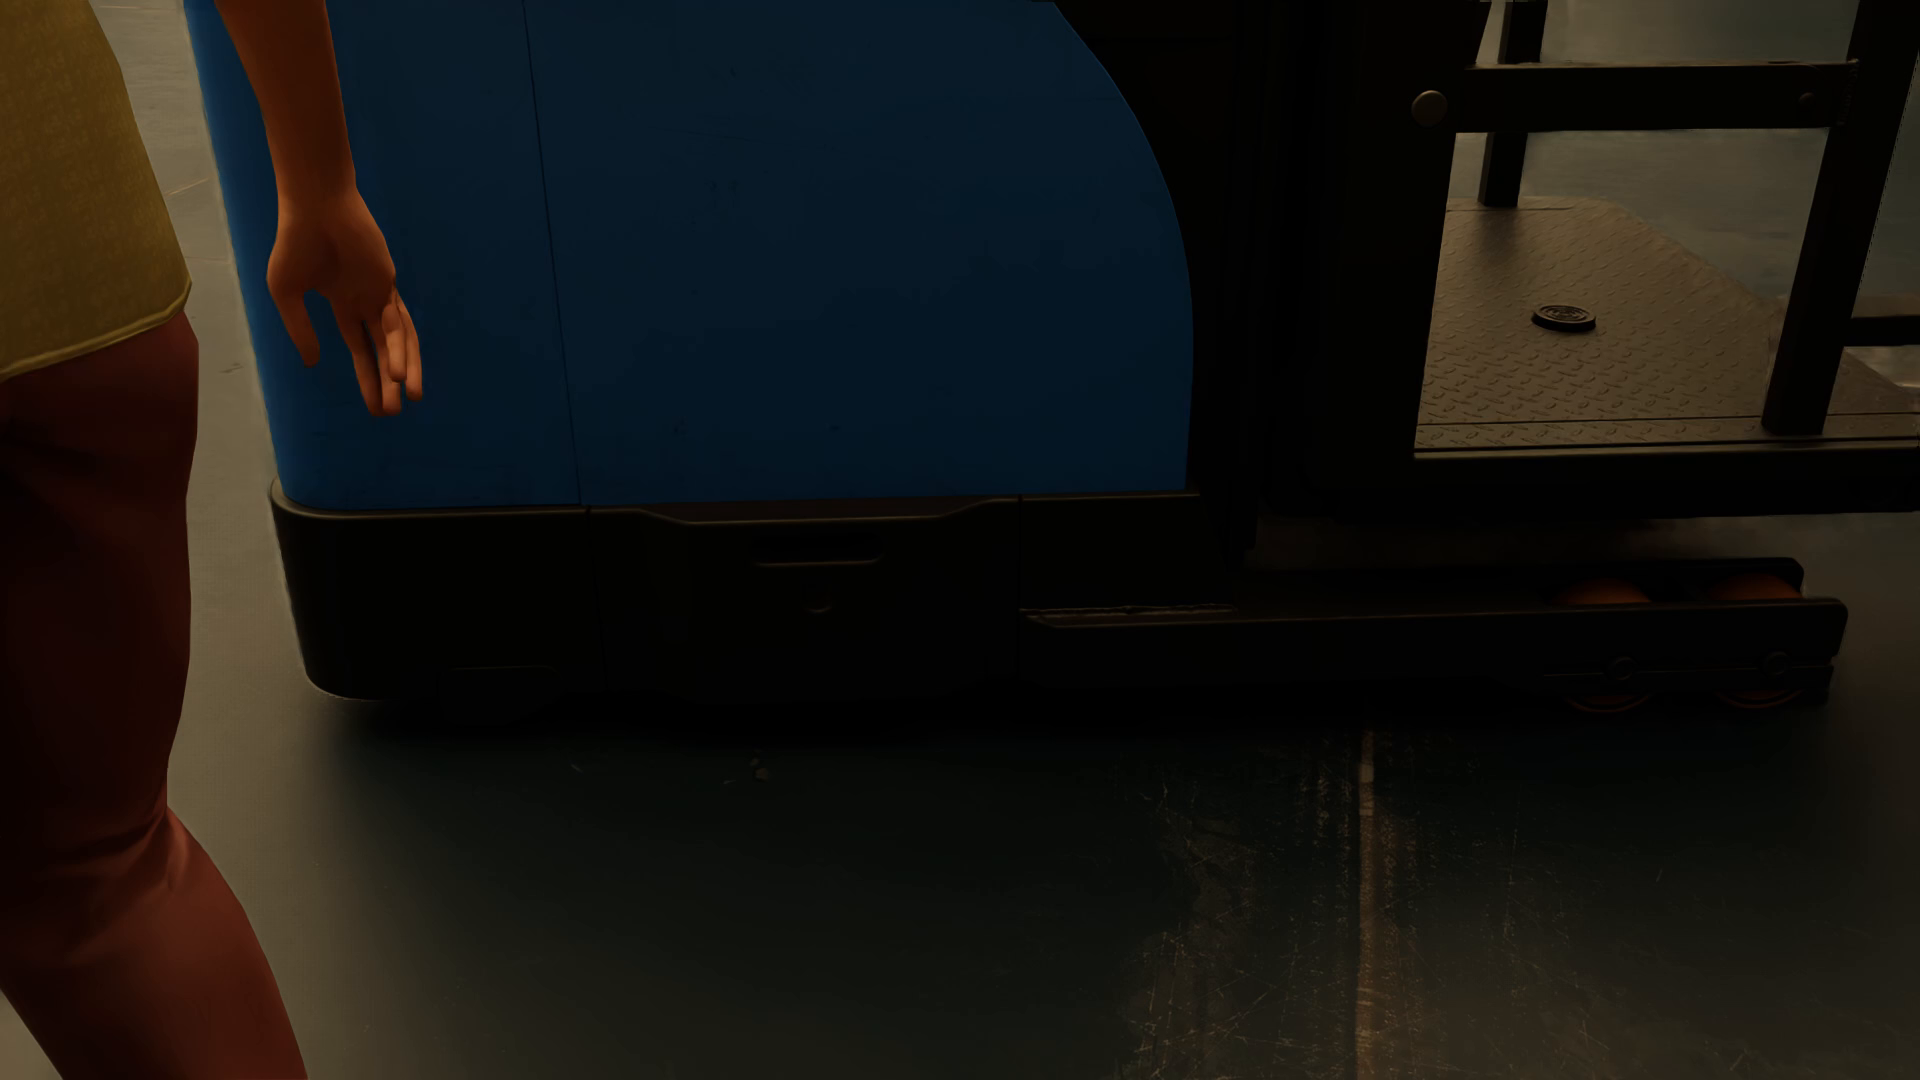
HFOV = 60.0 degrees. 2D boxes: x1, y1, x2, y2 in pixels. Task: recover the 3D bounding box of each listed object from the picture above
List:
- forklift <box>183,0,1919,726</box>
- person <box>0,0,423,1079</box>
[{"bbox_3d":[0.682,-1.330,1.882,3.031,2.935,1.130,-2,27,-3],"label":"forklift"},{"bbox_3d":[-0.595,-0.064,0.805,0.366,1.648,0.759,9,28,18],"label":"person"}]
